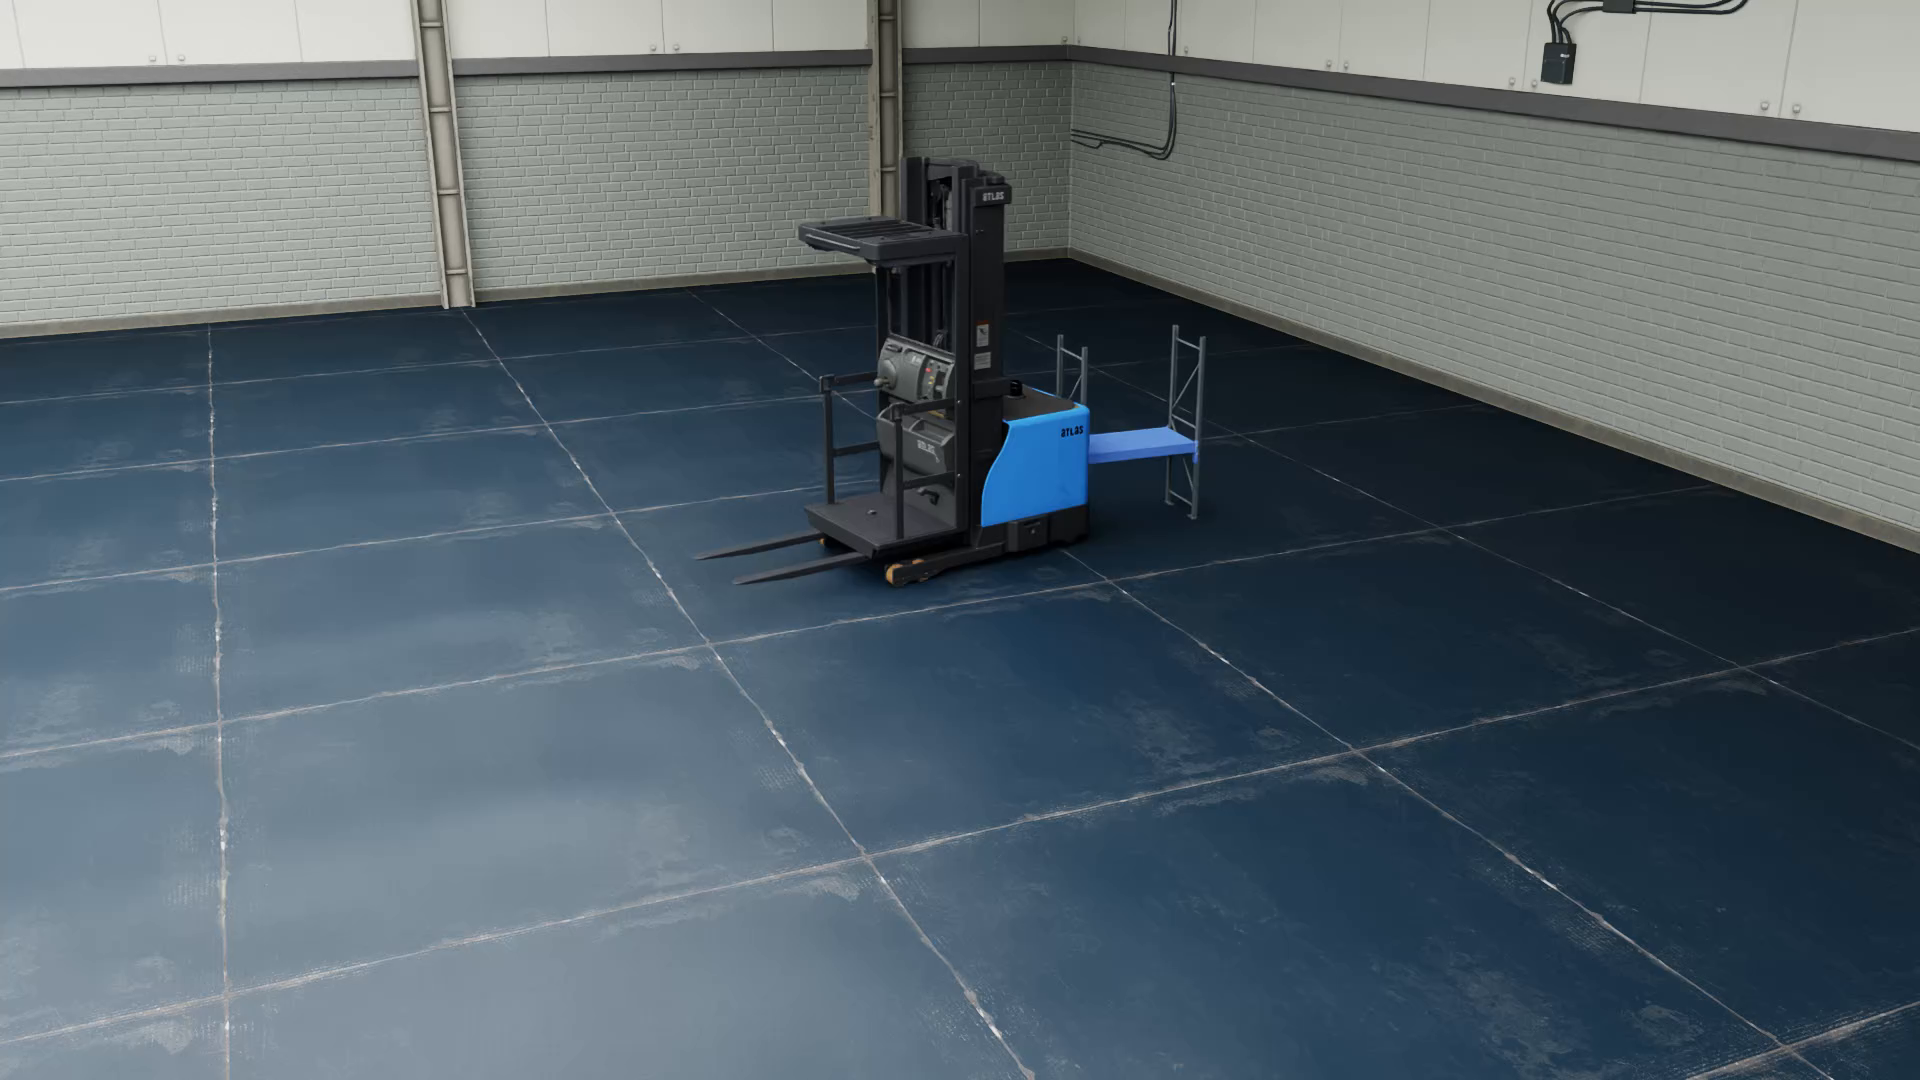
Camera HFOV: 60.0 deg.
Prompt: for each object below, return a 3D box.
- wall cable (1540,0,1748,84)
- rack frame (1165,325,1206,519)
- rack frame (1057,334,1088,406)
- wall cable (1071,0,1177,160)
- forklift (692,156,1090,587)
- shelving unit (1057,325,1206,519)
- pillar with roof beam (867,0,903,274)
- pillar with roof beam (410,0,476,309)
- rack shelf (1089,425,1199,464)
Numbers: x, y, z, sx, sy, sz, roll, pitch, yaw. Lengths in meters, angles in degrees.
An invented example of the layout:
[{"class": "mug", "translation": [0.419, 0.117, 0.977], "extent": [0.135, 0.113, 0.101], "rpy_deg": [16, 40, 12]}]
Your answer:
[{"class": "wall cable", "translation": [5.937, -6.787, 13.628], "extent": [0.169, 6.003, 2.305], "rpy_deg": [-8, 21, -22]}, {"class": "rack frame", "translation": [1.824, -0.955, 13.476], "extent": [0.032, 1.500, 0.500], "rpy_deg": [-7, 21, -19]}, {"class": "rack frame", "translation": [0.873, -0.835, 13.137], "extent": [0.032, 1.500, 0.500], "rpy_deg": [-7, 21, -19]}, {"class": "wall cable", "translation": [2.191, -6.615, 22.937], "extent": [0.112, 2.526, 3.097], "rpy_deg": [-8, 21, -22]}, {"class": "forklift", "translation": [-0.497, -1.241, 12.132], "extent": [3.031, 2.935, 1.130], "rpy_deg": [-13, 23, -32]}, {"class": "shelving unit", "translation": [1.348, -0.895, 13.306], "extent": [1.048, 1.500, 0.538], "rpy_deg": [-7, 21, -19]}, {"class": "pillar with roof beam", "translation": [0.667, -6.783, 18.737], "extent": [0.400, 9.000, 9.100], "rpy_deg": [-8, 21, -22]}, {"class": "pillar with roof beam", "translation": [-4.842, -5.994, 16.495], "extent": [0.400, 9.000, 9.100], "rpy_deg": [-8, 21, -22]}, {"class": "rack shelf", "translation": [1.348, -0.725, 13.366], "extent": [1.000, 0.185, 0.538], "rpy_deg": [-7, 21, -19]}]
